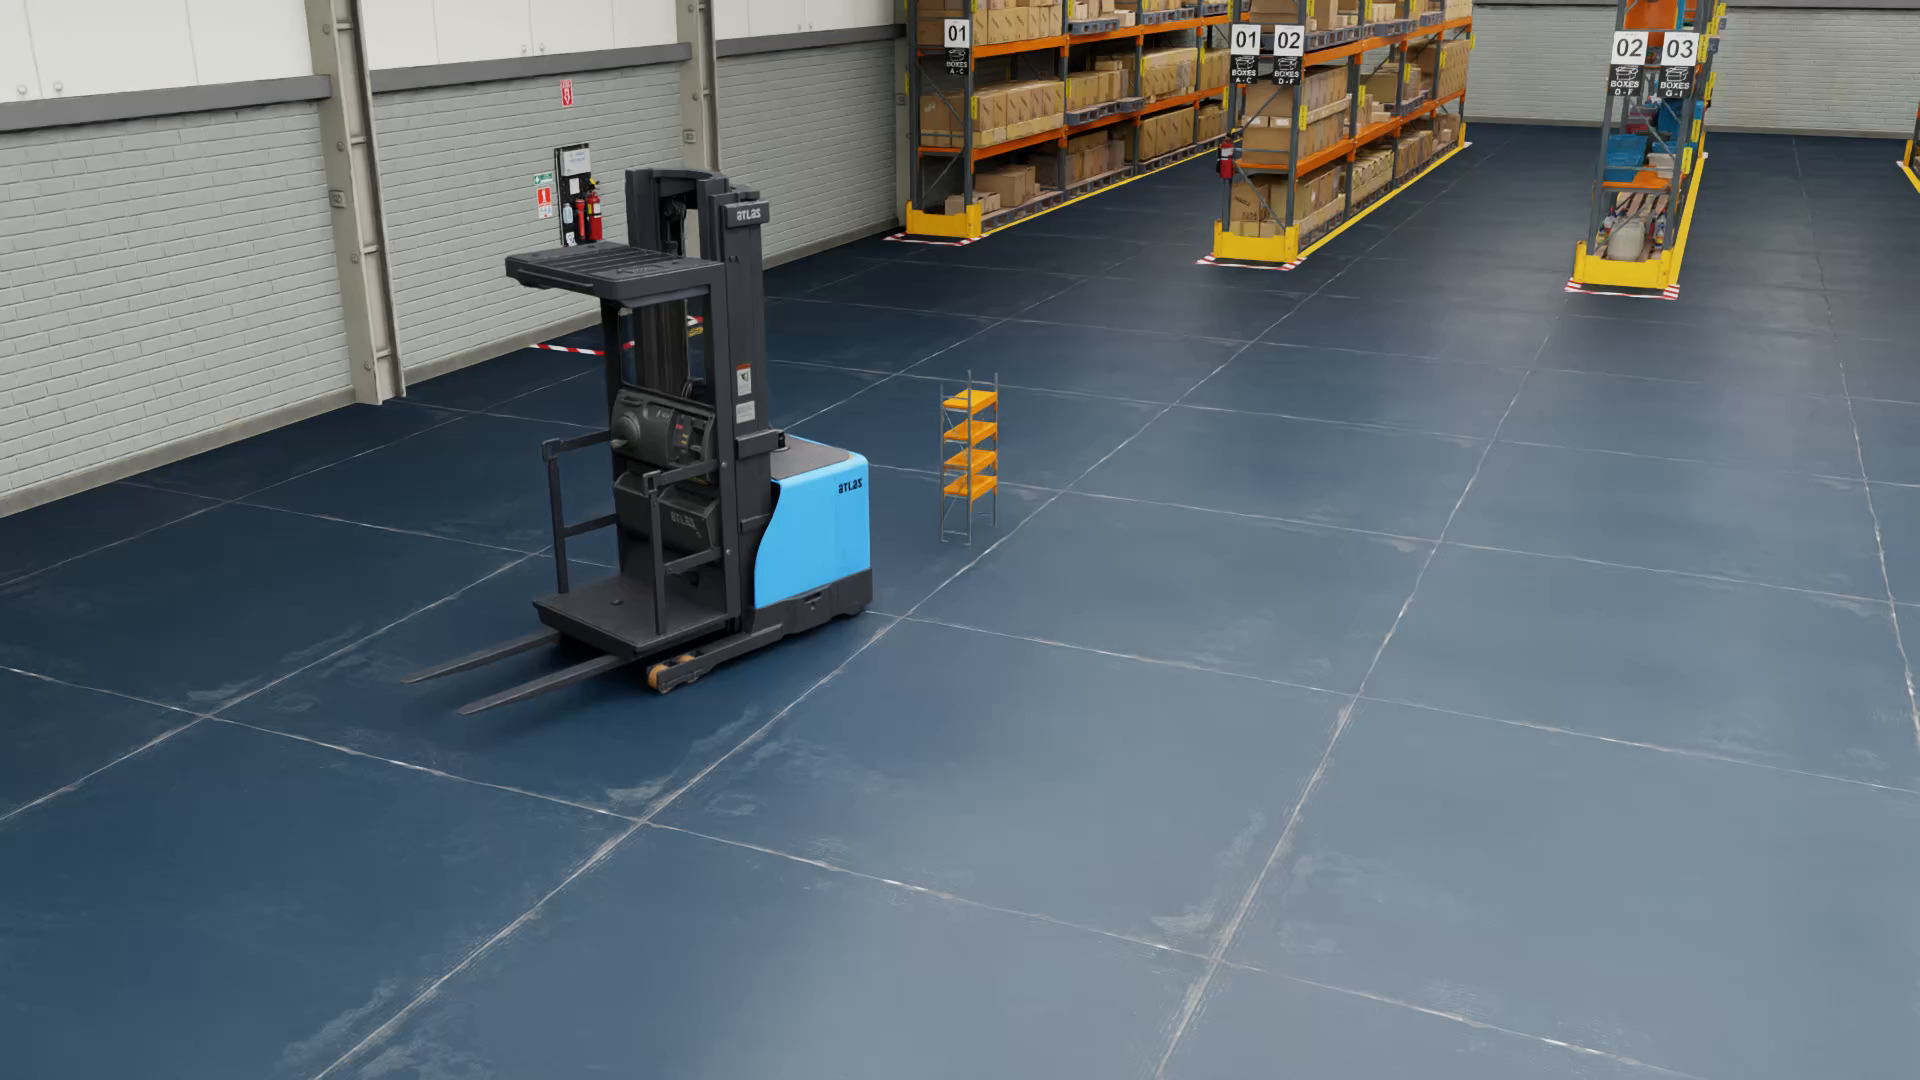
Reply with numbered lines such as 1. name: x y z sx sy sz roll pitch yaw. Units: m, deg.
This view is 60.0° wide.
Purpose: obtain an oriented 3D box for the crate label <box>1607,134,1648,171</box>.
1. crate label: 9.256 -5.395 23.110 0.502 0.435 0.616 9 21 23

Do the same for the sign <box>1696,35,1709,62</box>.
1. sign: 9.249 -6.120 20.710 0.100 0.325 0.005 9 21 23

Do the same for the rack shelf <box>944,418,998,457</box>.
1. rack shelf: 0.068 -0.763 12.358 0.258 0.148 0.480 9 21 23

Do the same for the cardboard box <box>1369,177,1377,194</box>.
1. cardboard box: 6.890 -6.144 28.746 0.500 0.250 0.500 9 21 24

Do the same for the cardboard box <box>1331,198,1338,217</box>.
1. cardboard box: 5.666 -5.262 26.264 0.500 0.250 0.500 9 21 23

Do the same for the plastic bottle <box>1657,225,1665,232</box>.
1. plastic bottle: 9.916 -4.317 23.546 0.097 0.271 0.097 0 20 0

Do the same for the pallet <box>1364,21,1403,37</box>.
1. pallet: 6.856 -8.668 28.170 1.003 0.211 1.213 10 22 25

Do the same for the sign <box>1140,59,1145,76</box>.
1. sign: 3.486 -9.020 31.747 0.100 0.325 0.005 9 21 23

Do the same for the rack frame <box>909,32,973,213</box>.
1. rack frame: -0.289 -6.138 25.252 1.000 3.000 0.127 9 21 23

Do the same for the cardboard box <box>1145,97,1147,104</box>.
1. cardboard box: 3.444 -8.620 32.574 0.380 0.149 0.250 9 21 23

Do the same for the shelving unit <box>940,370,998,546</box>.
1. shelving unit: 0.068 -0.616 12.410 0.258 1.200 0.503 9 21 23

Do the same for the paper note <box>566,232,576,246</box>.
1. paper note: -4.431 -3.427 18.943 0.016 0.148 0.142 9 21 23

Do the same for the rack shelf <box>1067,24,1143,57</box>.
1. rack shelf: 2.168 -9.047 30.028 1.077 0.370 4.000 9 21 23

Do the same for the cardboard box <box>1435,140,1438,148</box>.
1. cardboard box: 9.860 -8.365 35.085 0.380 0.166 0.250 9 21 23

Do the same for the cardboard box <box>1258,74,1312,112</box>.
1. cardboard box: 4.667 -6.437 24.006 0.700 0.500 0.500 8 21 21

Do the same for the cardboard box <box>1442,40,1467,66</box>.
1. cardboard box: 10.646 -10.541 35.990 0.500 0.500 0.500 9 22 24

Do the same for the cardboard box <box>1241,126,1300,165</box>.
1. cardboard box: 4.435 -5.648 23.724 0.700 0.500 0.500 9 21 23

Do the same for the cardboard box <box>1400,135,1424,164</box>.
1. cardboard box: 8.789 -7.664 32.617 0.500 0.500 0.500 9 21 23

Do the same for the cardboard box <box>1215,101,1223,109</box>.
1. cardboard box: 6.077 -9.985 38.204 0.380 0.149 0.250 9 22 24

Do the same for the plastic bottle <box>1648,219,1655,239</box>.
1. plastic bottle: 10.008 -4.501 24.045 0.061 0.283 0.133 9 21 23

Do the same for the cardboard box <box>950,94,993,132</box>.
1. cardboard box: 0.181 -6.535 25.443 0.500 0.500 0.500 9 21 23

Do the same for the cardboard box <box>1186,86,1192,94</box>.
1. cardboard box: 4.663 -9.475 34.980 0.380 0.149 0.250 9 21 24

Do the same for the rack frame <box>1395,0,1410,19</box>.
1. rack frame: 7.508 -10.732 29.216 1.000 3.000 0.127 9 21 23

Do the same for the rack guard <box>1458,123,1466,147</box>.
1. rack guard: 10.753 -9.150 37.451 1.175 0.500 0.348 9 21 23

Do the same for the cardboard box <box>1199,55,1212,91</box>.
1. cardboard box: 4.862 -10.112 35.977 0.980 0.700 0.700 9 21 24

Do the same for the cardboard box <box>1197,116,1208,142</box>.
1. cardboard box: 5.025 -9.041 36.519 0.700 0.500 0.500 9 21 23

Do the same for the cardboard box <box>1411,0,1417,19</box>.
1. cardboard box: 7.865 -9.660 30.528 0.910 0.500 0.500 9 21 23

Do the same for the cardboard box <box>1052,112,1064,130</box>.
1. cardboard box: 1.432 -7.113 28.188 0.500 0.250 0.500 9 21 23

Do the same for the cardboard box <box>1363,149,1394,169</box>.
1. cardboard box: 7.518 -6.878 29.972 0.500 0.311 0.500 9 22 24

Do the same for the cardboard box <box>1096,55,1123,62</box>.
1. cardboard box: 2.936 -9.308 32.423 0.500 0.250 0.500 9 22 24

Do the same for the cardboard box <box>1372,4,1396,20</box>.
1. cardboard box: 7.373 -9.299 29.261 0.500 0.250 0.500 7 21 19

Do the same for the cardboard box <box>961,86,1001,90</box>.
1. cardboard box: 0.339 -7.069 26.943 0.500 0.500 0.500 9 21 23

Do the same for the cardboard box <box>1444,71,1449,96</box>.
1. cardboard box: 9.810 -9.451 34.417 0.500 0.500 0.500 9 21 24

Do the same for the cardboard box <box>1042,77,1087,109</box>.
1. cardboard box: 1.824 -7.936 29.502 0.700 0.500 0.500 11 22 28

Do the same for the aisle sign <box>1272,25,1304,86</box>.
1. aisle sign: 4.484 -6.622 22.734 0.394 0.787 0.004 9 21 23

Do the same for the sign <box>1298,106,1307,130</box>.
1. sign: 4.736 -5.827 22.967 0.100 0.325 0.005 9 21 23

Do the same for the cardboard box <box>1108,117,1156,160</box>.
1. cardboard box: 3.408 -7.976 33.000 0.750 0.750 0.750 8 21 22

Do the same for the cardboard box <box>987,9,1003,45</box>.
1. cardboard box: 0.329 -7.835 25.368 0.500 0.500 0.500 10 22 26

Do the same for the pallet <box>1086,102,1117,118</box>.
1. pallet: 2.214 -7.883 30.444 1.003 0.211 1.213 9 21 23

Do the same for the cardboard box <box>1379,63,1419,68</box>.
1. cardboard box: 8.748 -9.259 33.251 0.700 0.500 0.500 2 20 4

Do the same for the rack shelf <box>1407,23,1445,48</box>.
1. rack shelf: 8.327 -9.591 31.558 1.077 0.370 4.000 9 21 23

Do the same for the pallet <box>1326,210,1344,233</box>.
1. pallet: 5.506 -5.131 26.582 1.003 0.211 1.213 9 21 23

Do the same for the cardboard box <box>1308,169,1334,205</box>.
1. cardboard box: 5.463 -5.462 25.708 0.500 0.500 0.500 9 21 23

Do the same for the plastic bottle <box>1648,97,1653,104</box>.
1. plastic bottle: 12.503 -7.873 30.204 0.144 0.351 0.185 9 21 23

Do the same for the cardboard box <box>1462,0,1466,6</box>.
1. cardboard box: 10.393 -11.432 35.138 0.500 0.250 0.500 9 21 23

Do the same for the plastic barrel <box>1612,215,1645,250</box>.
1. plastic barrel: 9.154 -4.170 22.802 0.421 0.512 0.421 0 20 0

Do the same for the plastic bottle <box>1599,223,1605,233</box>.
1. plastic bottle: 9.133 -4.366 23.667 0.061 0.283 0.133 9 22 24

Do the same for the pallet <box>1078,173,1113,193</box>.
1. pallet: 2.165 -6.660 30.880 1.003 0.211 1.213 9 21 23

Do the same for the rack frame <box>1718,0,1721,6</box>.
1. rack frame: 15.301 -12.497 34.178 1.000 3.000 0.127 9 21 23

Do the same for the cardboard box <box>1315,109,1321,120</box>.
1. cardboard box: 5.115 -6.297 24.581 0.380 0.149 0.250 8 21 22

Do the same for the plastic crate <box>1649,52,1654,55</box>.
1. plastic crate: 9.493 -6.870 23.150 0.336 0.188 0.450 9 21 23

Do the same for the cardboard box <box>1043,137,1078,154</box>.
1. cardboard box: 1.812 -7.106 29.929 0.500 0.250 0.500 8 21 22

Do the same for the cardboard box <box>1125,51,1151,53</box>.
1. cardboard box: 3.573 -9.778 33.745 0.500 0.250 0.500 8 21 21

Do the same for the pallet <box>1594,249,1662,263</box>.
1. pallet: 9.075 -3.742 22.677 1.003 0.211 1.213 9 21 23

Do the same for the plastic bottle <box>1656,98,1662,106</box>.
1. plastic bottle: 12.886 -7.996 30.660 0.152 0.276 0.135 9 21 23

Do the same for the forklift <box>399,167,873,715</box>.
1. forklift: -1.949 -0.663 9.958 1.130 2.935 3.031 17 26 40

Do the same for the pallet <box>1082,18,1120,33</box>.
1. pallet: 2.121 -9.177 29.602 1.213 0.211 1.003 9 21 23
